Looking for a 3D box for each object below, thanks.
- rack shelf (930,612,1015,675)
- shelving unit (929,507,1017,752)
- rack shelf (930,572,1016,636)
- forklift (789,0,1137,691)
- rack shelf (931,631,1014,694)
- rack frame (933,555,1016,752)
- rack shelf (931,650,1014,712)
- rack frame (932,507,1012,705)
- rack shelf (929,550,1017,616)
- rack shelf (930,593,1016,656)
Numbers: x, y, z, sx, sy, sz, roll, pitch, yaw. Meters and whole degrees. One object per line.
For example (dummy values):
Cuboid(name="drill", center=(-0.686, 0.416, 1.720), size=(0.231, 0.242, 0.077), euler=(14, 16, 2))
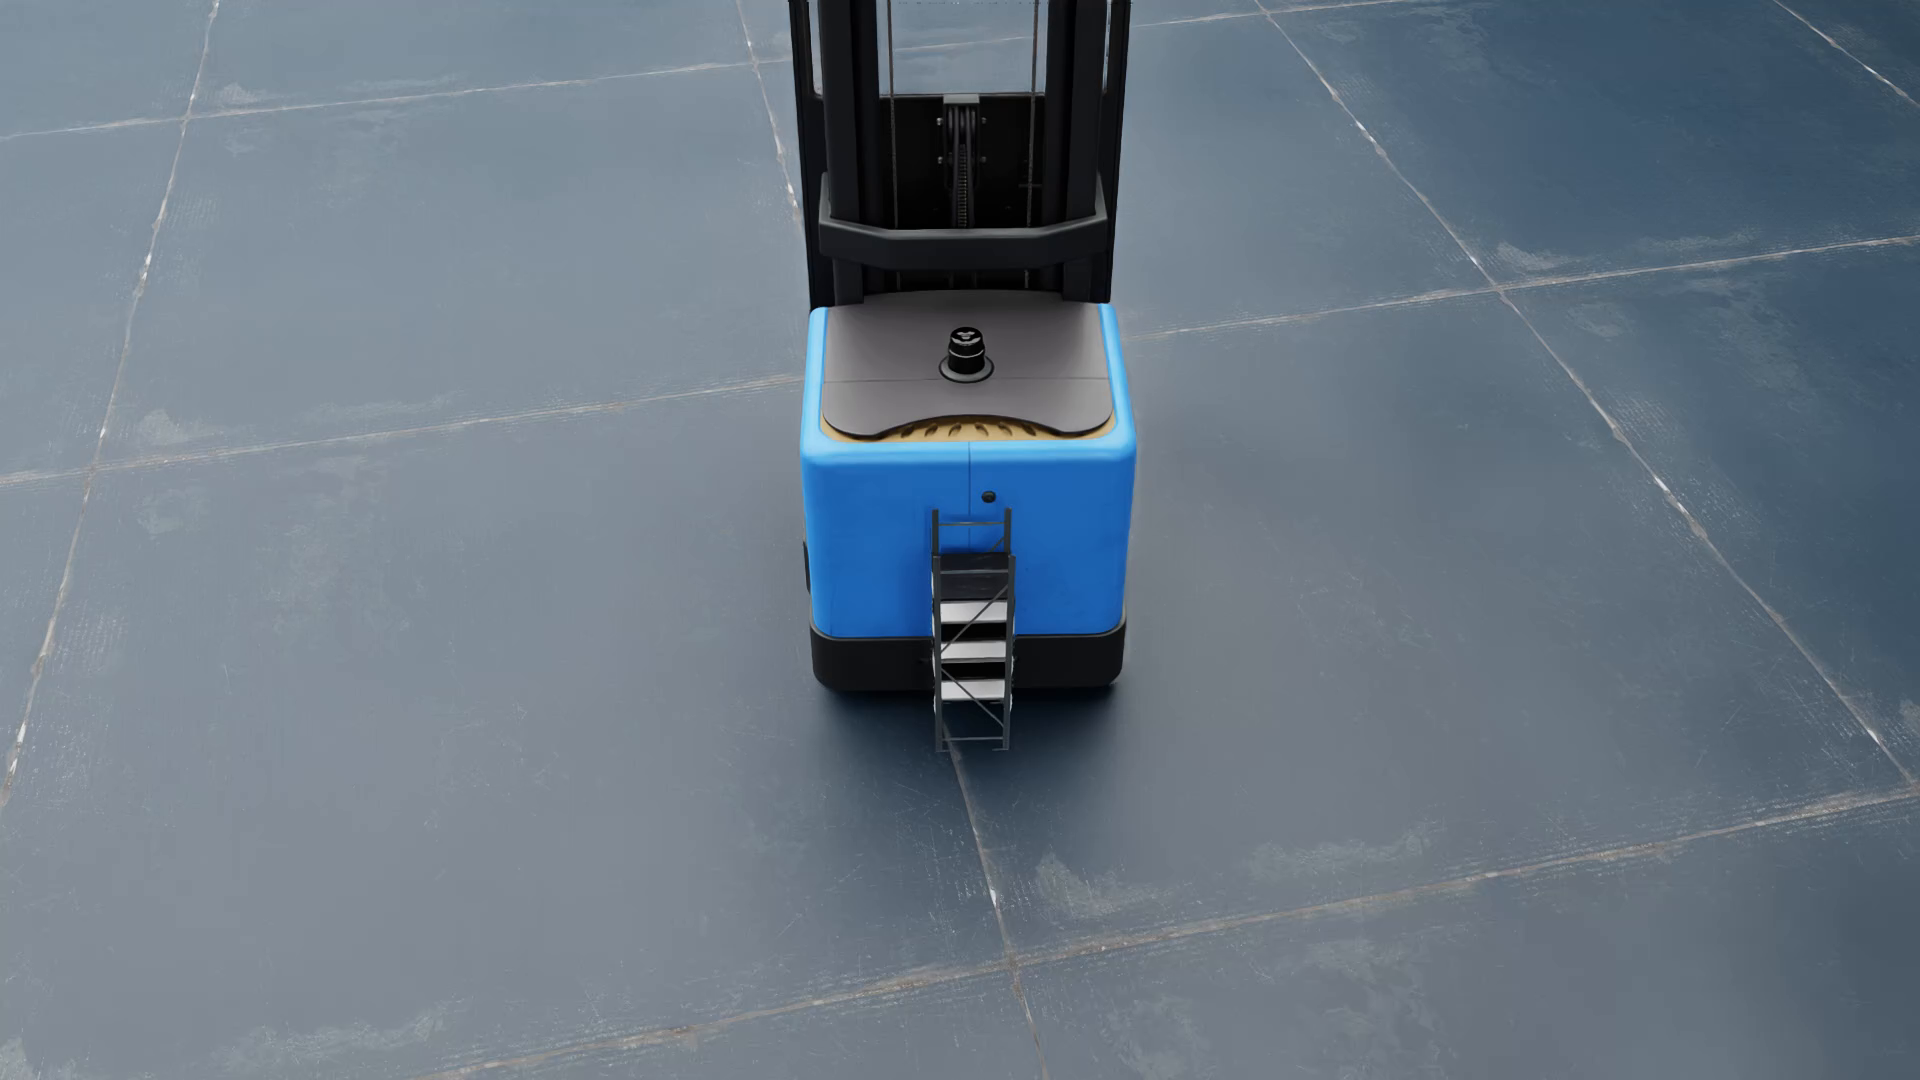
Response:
Cuboid(name="rack shelf", center=(0.038, 0.324, 5.251), size=(0.258, 0.077, 0.200), euler=(-1, 44, -2))
Cuboid(name="shelving unit", center=(0.038, 0.300, 5.227), size=(0.258, 0.900, 0.210), euler=(-1, 44, -2))
Cuboid(name="rack shelf", center=(0.038, 0.195, 5.125), size=(0.258, 0.077, 0.200), euler=(-1, 44, -2))
Cuboid(name="forklift", center=(-0.006, -1.548, 5.786), size=(1.130, 2.935, 3.031), euler=(-1, 42, -1))
Cuboid(name="rack shelf", center=(0.038, 0.388, 5.314), size=(0.258, 0.077, 0.200), euler=(-1, 44, -2))
Cuboid(name="rack frame", center=(0.042, 0.371, 5.155), size=(0.240, 0.900, 0.006), euler=(-1, 44, -2))
Cuboid(name="rack shelf", center=(0.038, 0.452, 5.376), size=(0.258, 0.077, 0.200), euler=(-1, 44, -2))
Cuboid(name="rack frame", center=(0.034, 0.229, 5.300), size=(0.240, 0.900, 0.006), euler=(-1, 44, -2))
Cuboid(name="rack shelf", center=(0.039, 0.130, 5.062), size=(0.258, 0.077, 0.200), euler=(-1, 44, -2))
Cuboid(name="rack shelf", center=(0.038, 0.259, 5.188), size=(0.258, 0.077, 0.200), euler=(-1, 44, -2))
